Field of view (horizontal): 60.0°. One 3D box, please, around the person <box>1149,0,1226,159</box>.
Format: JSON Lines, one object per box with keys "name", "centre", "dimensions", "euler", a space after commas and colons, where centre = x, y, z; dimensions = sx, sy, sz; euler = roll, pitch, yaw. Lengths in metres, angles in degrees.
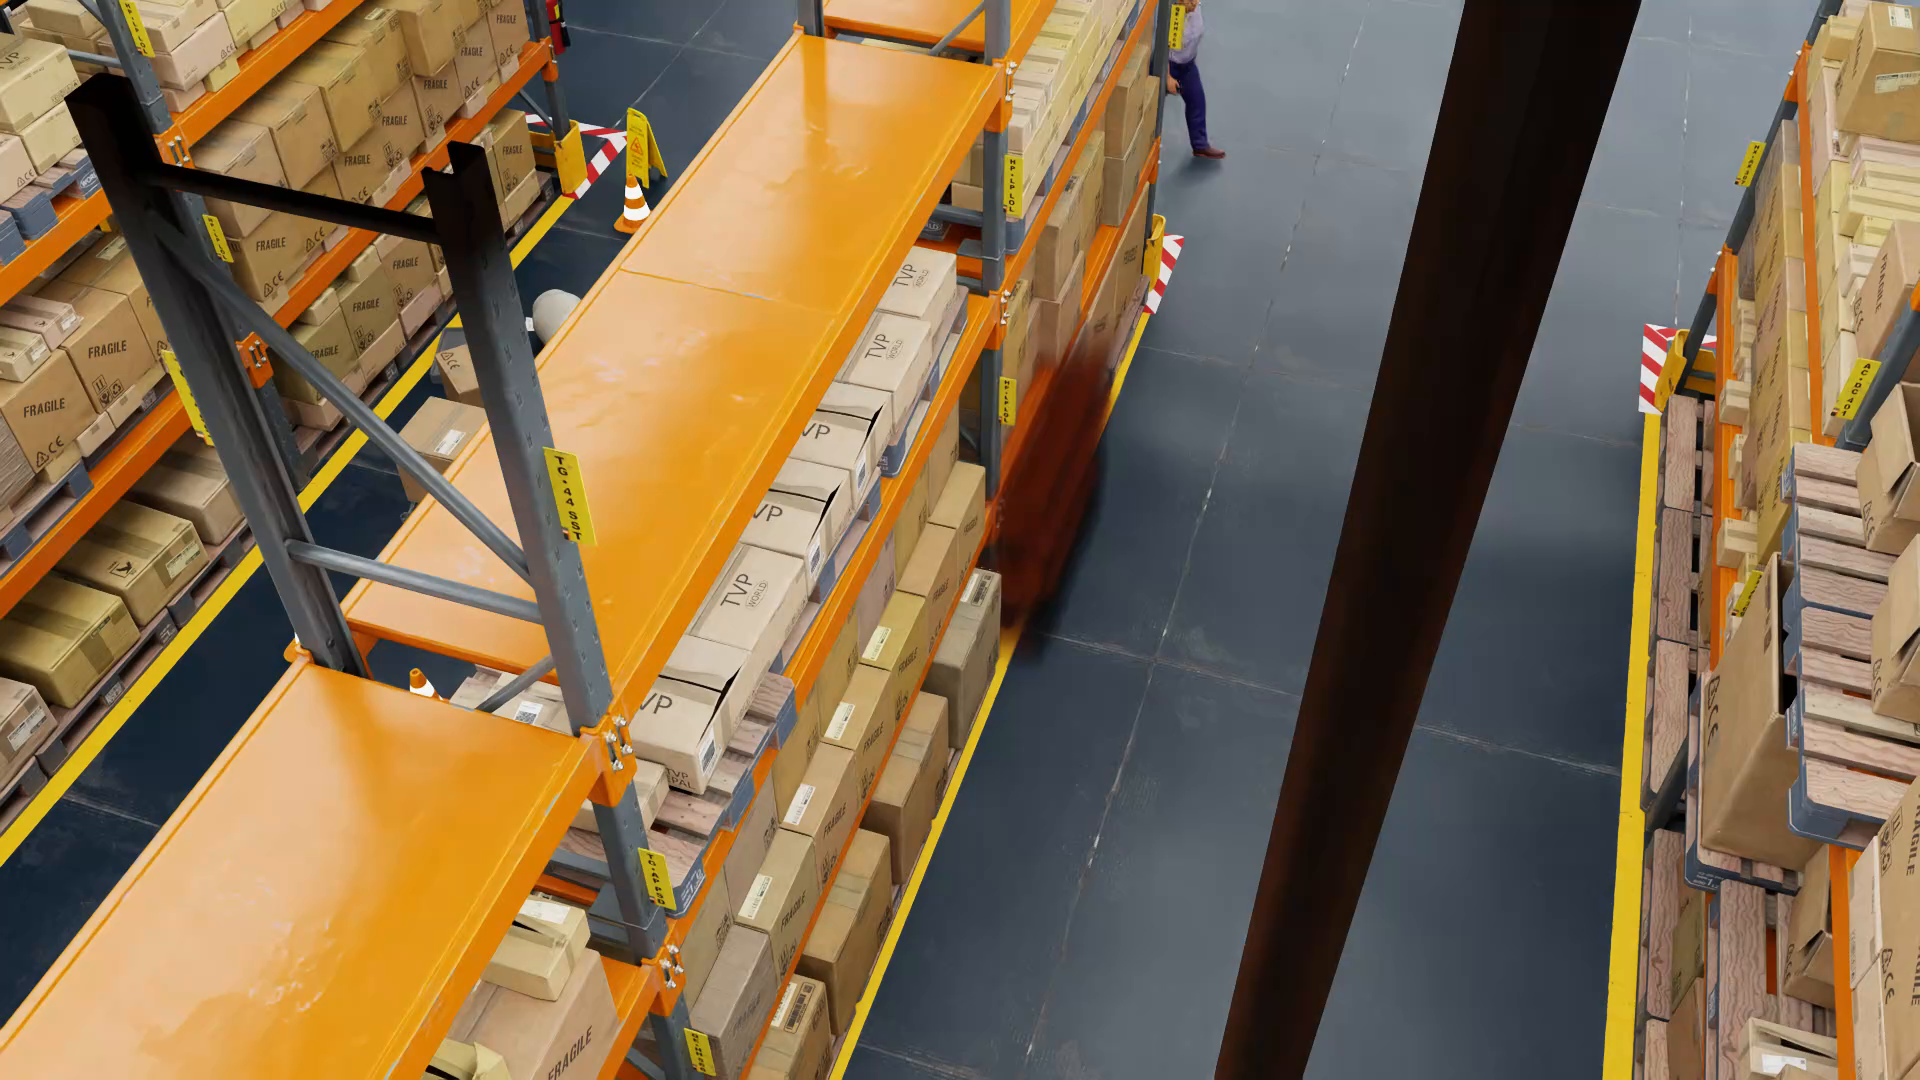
{"name": "person", "centre": [1.796, -3.967, 13.868], "dimensions": [1.042, 1.563, 0.493], "euler": [26, 51, 23]}
